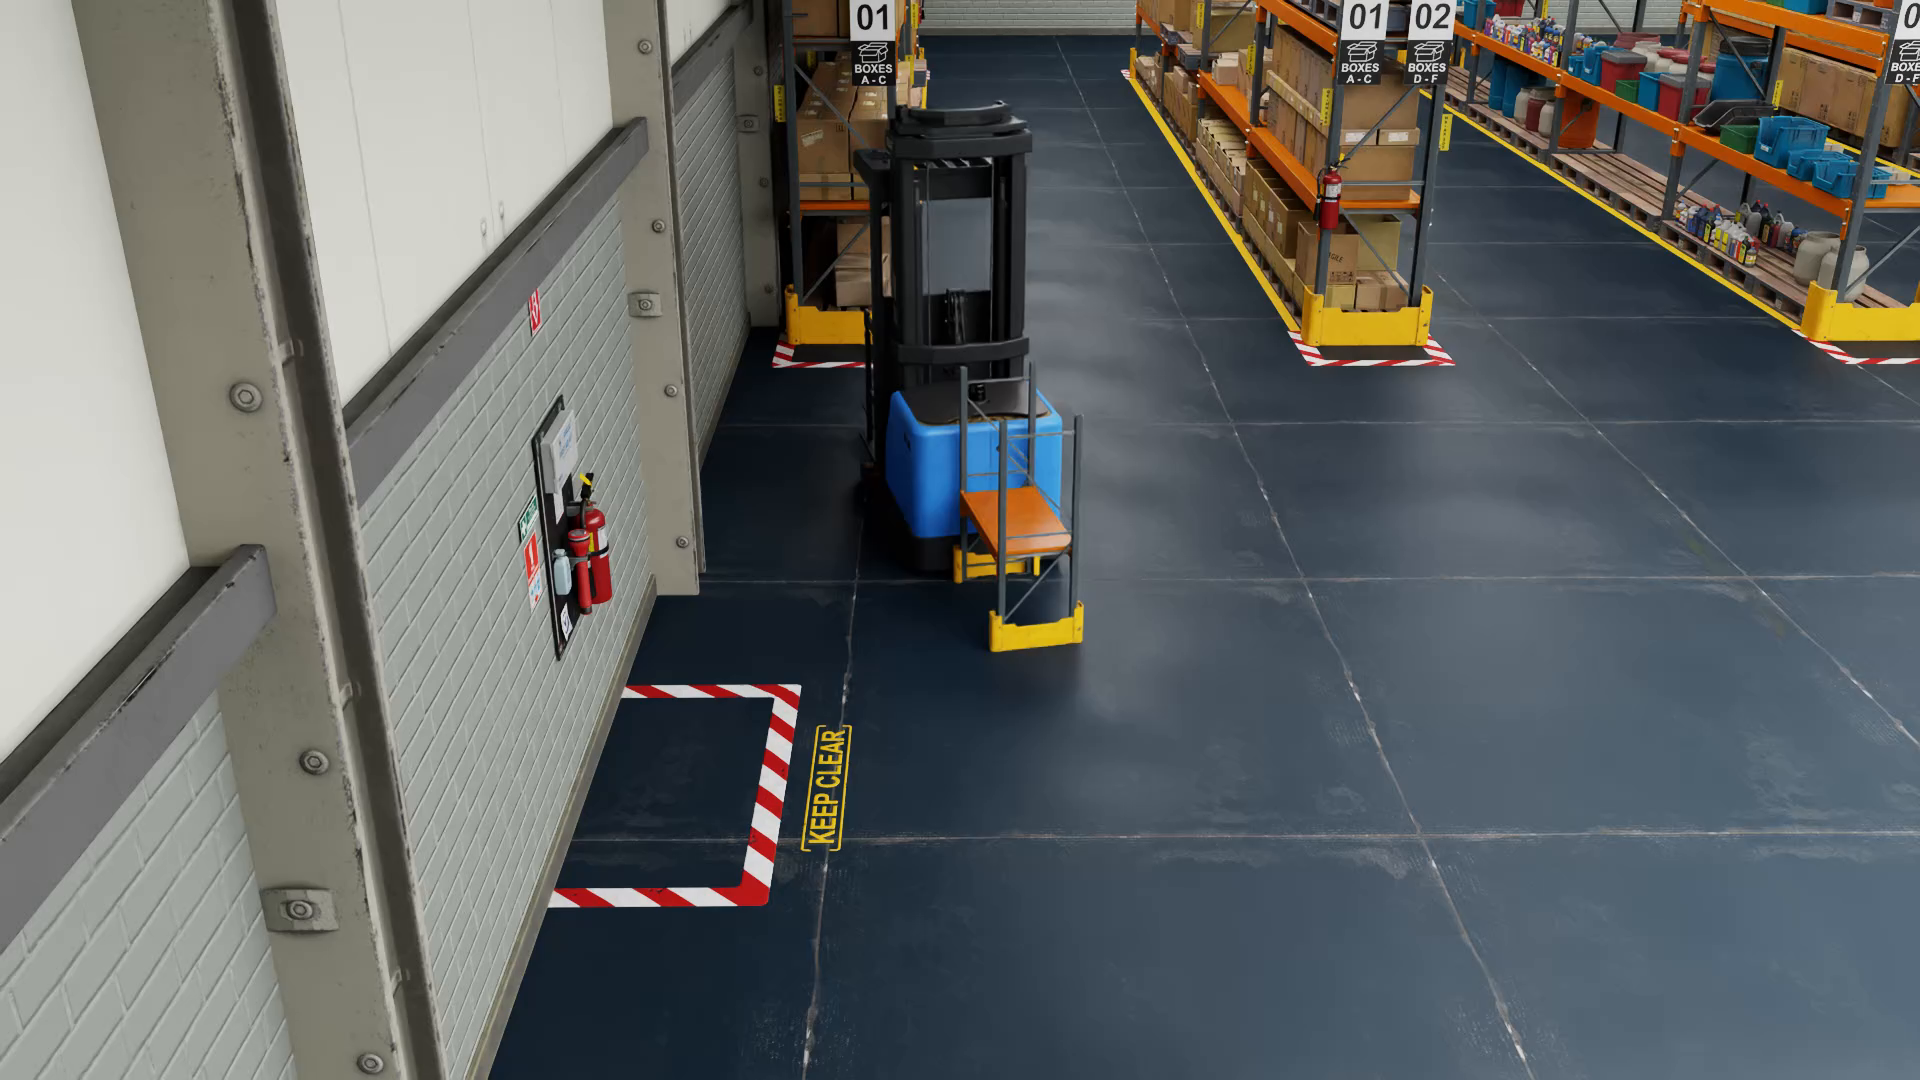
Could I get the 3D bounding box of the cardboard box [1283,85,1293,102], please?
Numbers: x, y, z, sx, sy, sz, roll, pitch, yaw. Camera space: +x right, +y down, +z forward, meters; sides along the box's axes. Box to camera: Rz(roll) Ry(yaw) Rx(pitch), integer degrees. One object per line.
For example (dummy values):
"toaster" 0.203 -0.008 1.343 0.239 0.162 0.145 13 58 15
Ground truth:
"cardboard box" 3.658 -4.755 17.715 0.380 0.149 0.250 -1 24 -2

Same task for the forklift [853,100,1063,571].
"forklift" -0.137 -1.709 11.971 1.130 2.935 3.031 -5 25 -12

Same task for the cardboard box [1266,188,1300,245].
"cardboard box" 3.547 -3.416 17.580 0.500 0.500 0.500 0 24 -1

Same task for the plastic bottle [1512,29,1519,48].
"plastic bottle" 8.313 -7.488 24.822 0.097 0.271 0.097 0 24 0

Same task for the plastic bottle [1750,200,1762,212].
"plastic bottle" 9.085 -3.697 18.964 0.144 0.351 0.185 -1 24 -2

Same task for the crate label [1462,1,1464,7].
"crate label" 8.865 -9.250 28.809 0.396 0.136 0.243 0 24 -1

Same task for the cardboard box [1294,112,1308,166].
"cardboard box" 3.868 -4.174 17.218 0.700 0.500 0.500 0 24 1

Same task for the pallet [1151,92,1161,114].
"pallet" 3.743 -7.255 27.536 1.003 0.211 1.213 0 24 -1

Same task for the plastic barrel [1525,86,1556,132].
"plastic barrel" 8.712 -6.375 24.622 0.600 0.588 0.708 0 24 -1

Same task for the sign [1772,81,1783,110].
"sign" 9.340 -5.091 19.031 0.100 0.325 0.005 0 24 -1

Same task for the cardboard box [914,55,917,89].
"cardboard box" -1.067 -7.164 26.048 0.750 0.750 0.750 0 24 0

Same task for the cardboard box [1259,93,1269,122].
"cardboard box" 3.788 -5.081 19.526 0.500 0.250 0.500 1 24 3

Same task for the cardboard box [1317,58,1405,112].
"cardboard box" 3.876 -4.366 16.067 0.700 0.500 0.500 -1 24 -2

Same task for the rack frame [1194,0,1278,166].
"rack frame" 3.793 -6.595 22.691 1.000 3.000 0.127 0 24 -1

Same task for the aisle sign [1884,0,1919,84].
"aisle sign" 8.537 -4.472 14.844 0.394 0.787 0.004 0 24 -1

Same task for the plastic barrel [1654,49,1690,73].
"plastic barrel" 8.986 -5.905 21.001 0.433 0.535 0.433 0 24 0

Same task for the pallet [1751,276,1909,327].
"pallet" 8.782 -2.414 16.832 1.003 0.211 1.213 0 24 -1

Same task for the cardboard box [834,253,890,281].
"cardboard box" -0.997 -2.770 16.964 0.500 0.311 0.500 2 24 4

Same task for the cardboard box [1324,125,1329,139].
"cardboard box" 3.681 -3.904 15.833 0.380 0.149 0.250 0 24 1

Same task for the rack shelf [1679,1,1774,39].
"rack shelf" 13.633 -8.782 28.401 1.077 0.370 4.000 0 24 -1

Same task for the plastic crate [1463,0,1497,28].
"plastic crate" 8.356 -8.475 26.794 0.392 0.384 0.575 0 24 -1

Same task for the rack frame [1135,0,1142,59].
"rack frame" 3.706 -9.891 29.980 1.000 3.000 0.127 0 24 -1

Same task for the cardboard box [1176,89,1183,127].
"cardboard box" 3.531 -6.470 24.915 0.500 0.500 0.500 -1 24 -3

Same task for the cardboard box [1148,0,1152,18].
"cardboard box" 3.464 -9.127 28.170 0.500 0.500 0.500 0 24 0

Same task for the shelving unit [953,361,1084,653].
"shelving unit" 0.358 -0.234 10.446 0.587 1.500 1.083 -5 25 -12

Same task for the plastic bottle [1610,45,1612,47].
"plastic bottle" 9.091 -6.784 23.267 0.097 0.271 0.097 0 24 0

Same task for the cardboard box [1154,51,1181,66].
"cardboard box" 3.724 -8.080 28.471 0.797 0.503 0.637 0 24 -1

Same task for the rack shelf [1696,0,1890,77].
"rack shelf" 8.812 -5.182 16.801 1.077 0.370 4.000 0 24 -1

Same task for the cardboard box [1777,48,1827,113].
"cardboard box" 13.682 -7.246 26.199 1.225 0.875 0.875 0 24 0

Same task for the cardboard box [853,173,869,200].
"cardboard box" -0.761 -3.418 15.824 0.500 0.250 0.500 -1 24 -2

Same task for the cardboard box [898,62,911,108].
"cardboard box" -0.802 -5.012 18.439 0.500 0.500 0.500 0 24 -1

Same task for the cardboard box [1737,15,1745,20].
"cardboard box" 13.310 -8.825 27.928 0.380 0.149 0.250 -1 24 -1

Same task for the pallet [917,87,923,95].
"pallet" -1.150 -7.766 28.665 1.003 0.211 1.213 0 24 -1

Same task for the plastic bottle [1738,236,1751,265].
"plastic bottle" 8.356 -3.085 17.693 0.061 0.283 0.133 0 24 1

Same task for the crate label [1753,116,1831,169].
"crate label" 8.543 -4.092 17.115 0.502 0.435 0.616 0 24 -1

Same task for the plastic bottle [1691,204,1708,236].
"plastic bottle" 8.384 -3.626 18.808 0.144 0.351 0.185 0 24 1

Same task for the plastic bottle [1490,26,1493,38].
"plastic bottle" 8.301 -7.918 25.858 0.097 0.201 0.097 0 24 0

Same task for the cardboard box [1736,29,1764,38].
"cardboard box" 13.718 -8.152 28.204 0.875 0.875 0.875 0 24 -1

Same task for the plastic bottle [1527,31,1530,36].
"plastic bottle" 8.360 -7.329 24.457 0.061 0.283 0.133 0 24 -1

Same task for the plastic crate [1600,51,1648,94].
"plastic crate" 8.458 -5.977 21.249 0.402 0.464 0.583 0 24 -1

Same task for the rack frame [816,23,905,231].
"rack frame" -1.117 -4.923 18.994 1.000 3.000 0.127 0 24 -1

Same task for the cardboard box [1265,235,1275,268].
"cardboard box" 3.551 -3.074 17.735 0.500 0.250 0.500 0 24 -1

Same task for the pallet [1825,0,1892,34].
"pallet" 8.922 -4.941 15.624 1.003 0.211 1.213 0 24 -1

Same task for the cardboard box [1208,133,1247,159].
"cardboard box" 3.523 -5.145 21.632 0.500 0.311 0.500 -1 24 -2

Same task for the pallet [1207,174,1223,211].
"pallet" 3.773 -4.483 21.407 1.003 0.211 1.213 0 24 -1

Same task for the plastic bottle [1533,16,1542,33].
"plastic bottle" 8.896 -7.863 25.556 0.144 0.351 0.185 0 24 -1

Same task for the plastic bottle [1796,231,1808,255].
"plastic bottle" 9.120 -3.207 17.978 0.097 0.271 0.097 0 24 0

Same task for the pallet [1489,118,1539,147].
"pallet" 8.686 -6.171 25.138 1.003 0.211 1.213 0 24 -1

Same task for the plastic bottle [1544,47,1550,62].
"plastic bottle" 8.329 -6.873 23.547 0.097 0.201 0.097 0 24 0

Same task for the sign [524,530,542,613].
"sign" -1.988 0.144 7.748 0.001 0.329 0.234 0 24 -1

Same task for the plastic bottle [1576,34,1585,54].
"plastic bottle" 9.078 -7.260 24.319 0.097 0.271 0.097 0 24 0

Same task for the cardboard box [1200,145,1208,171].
"cardboard box" 3.512 -5.109 22.233 0.500 0.250 0.500 -1 24 -2

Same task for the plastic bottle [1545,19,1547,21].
"plastic bottle" 9.078 -7.954 25.839 0.061 0.283 0.133 0 24 -1
